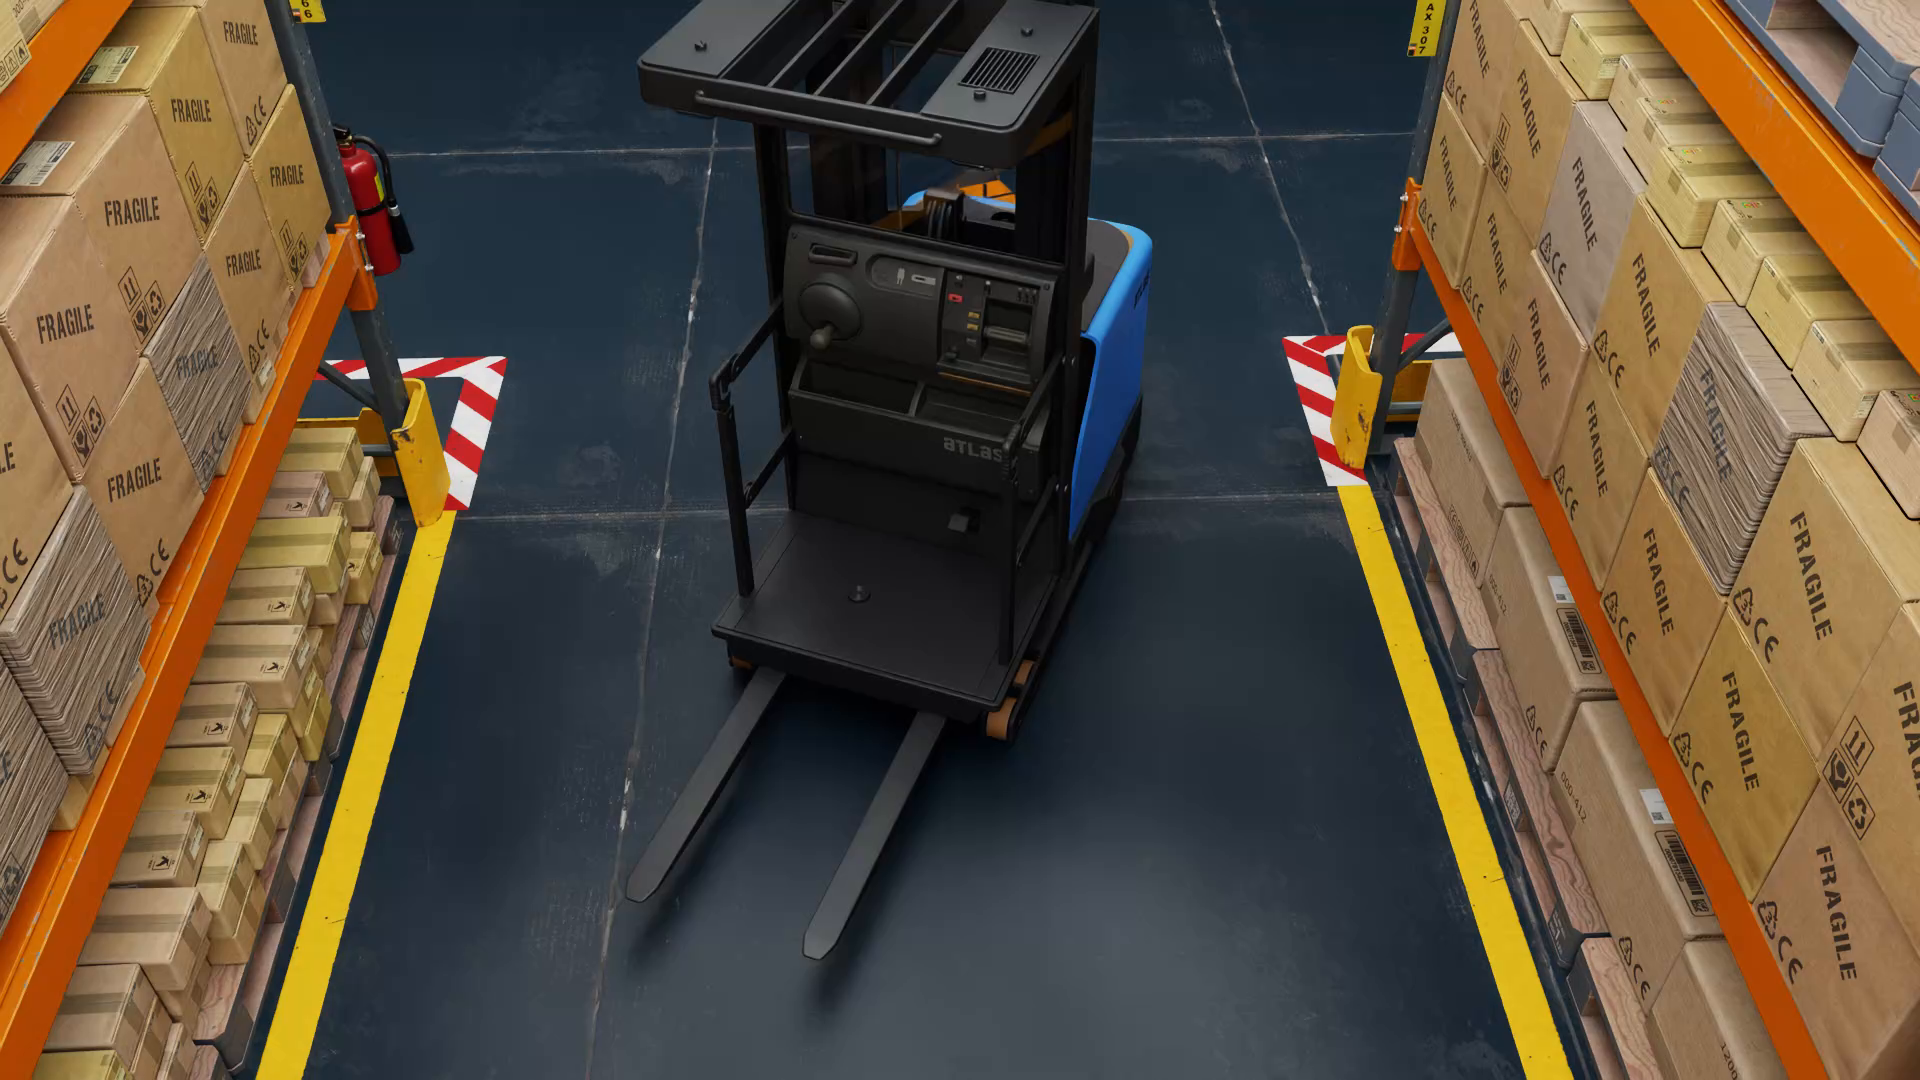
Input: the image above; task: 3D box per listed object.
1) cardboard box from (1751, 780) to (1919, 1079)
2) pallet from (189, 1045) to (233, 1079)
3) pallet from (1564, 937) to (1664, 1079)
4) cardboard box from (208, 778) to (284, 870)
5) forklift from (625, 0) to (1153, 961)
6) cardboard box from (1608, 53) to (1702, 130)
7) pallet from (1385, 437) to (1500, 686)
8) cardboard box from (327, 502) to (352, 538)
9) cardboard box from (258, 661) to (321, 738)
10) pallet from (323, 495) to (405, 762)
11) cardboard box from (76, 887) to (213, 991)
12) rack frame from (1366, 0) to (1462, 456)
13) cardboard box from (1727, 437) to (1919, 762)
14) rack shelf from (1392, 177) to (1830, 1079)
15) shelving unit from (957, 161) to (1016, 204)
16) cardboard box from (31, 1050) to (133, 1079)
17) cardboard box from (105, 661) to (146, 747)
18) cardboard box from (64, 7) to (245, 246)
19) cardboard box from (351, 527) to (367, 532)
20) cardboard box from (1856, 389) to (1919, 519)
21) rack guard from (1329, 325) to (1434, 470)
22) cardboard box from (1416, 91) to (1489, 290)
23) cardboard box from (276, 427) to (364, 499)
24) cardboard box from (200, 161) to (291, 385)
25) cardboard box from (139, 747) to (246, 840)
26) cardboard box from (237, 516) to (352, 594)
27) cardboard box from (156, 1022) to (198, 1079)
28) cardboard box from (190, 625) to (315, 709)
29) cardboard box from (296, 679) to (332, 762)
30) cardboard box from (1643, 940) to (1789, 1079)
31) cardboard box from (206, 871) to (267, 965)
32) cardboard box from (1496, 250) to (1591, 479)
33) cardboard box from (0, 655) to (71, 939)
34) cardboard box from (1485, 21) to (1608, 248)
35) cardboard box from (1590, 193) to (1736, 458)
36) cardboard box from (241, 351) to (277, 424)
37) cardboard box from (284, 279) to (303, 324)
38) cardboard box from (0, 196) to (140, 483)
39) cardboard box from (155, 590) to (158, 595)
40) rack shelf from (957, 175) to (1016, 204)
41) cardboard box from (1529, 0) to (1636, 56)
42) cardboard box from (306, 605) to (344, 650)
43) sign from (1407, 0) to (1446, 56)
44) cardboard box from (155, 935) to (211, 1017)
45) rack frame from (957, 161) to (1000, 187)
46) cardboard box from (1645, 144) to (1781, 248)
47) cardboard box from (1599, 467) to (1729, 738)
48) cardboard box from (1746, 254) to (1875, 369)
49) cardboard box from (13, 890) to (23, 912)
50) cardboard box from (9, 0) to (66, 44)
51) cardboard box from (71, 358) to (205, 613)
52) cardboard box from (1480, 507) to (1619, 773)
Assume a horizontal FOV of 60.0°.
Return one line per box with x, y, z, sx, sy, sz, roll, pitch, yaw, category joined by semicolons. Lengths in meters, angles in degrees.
2.104;0.836;3.544;0.500;0.500;0.500;-1;43;-1;cardboard box
-2.626;1.965;4.450;1.003;0.211;1.213;-2;43;-2;pallet
2.425;1.691;4.749;1.003;0.211;1.213;-2;43;-2;pallet
-2.334;0.882;5.147;0.380;0.149;0.250;-1;43;-1;cardboard box
-0.216;-0.681;5.324;1.130;2.935;3.031;14;44;15;forklift
2.020;-1.212;4.558;0.380;0.149;0.250;-1;43;-1;cardboard box
2.321;0.044;6.546;1.003;0.211;1.213;-2;43;-2;pallet
-2.467;0.002;6.107;0.380;0.149;0.250;-3;43;-3;cardboard box
-2.366;0.524;5.538;0.380;0.149;0.250;-1;43;-1;cardboard box
-2.730;0.318;6.247;1.003;0.211;1.213;-2;43;-2;pallet
-2.345;1.121;4.666;0.380;0.149;0.250;-1;43;-1;cardboard box
2.209;-1.521;6.190;1.000;3.000;0.127;-2;43;-2;rack frame
2.070;0.120;3.585;0.500;0.500;0.500;-2;43;-2;cardboard box
2.294;0.094;4.960;1.077;0.370;4.000;-2;43;-2;rack shelf
0.119;-1.149;7.214;0.215;1.050;0.252;-16;43;-20;shelving unit
-2.382;1.471;4.284;0.380;0.149;0.250;-2;43;-2;cardboard box
-2.352;0.394;4.287;0.380;0.149;0.250;0;43;0;cardboard box
-2.443;-1.182;4.786;0.500;0.500;0.500;-3;43;-3;cardboard box
-2.501;-0.066;6.401;0.380;0.149;0.250;-1;43;-1;cardboard box
2.116;-0.184;3.437;0.380;0.149;0.250;-2;43;-2;cardboard box
2.208;-0.616;7.052;1.175;0.500;0.348;-2;43;-2;rack guard
1.943;-1.226;5.794;0.500;0.500;0.500;-2;43;-2;cardboard box
-2.456;-0.284;6.199;0.380;0.149;0.250;-1;43;-1;cardboard box
-2.439;-0.814;5.124;0.500;0.500;0.500;-2;43;-2;cardboard box
-2.411;0.772;5.047;0.380;0.149;0.250;-1;43;-2;cardboard box
-2.365;0.058;5.825;0.380;0.149;0.250;-3;43;-3;cardboard box
-2.391;1.515;4.677;0.380;0.149;0.250;-2;43;-3;cardboard box
-2.350;0.415;5.436;0.380;0.149;0.250;0;43;0;cardboard box
-2.367;0.623;5.650;0.380;0.149;0.250;-3;43;-4;cardboard box
2.460;1.542;4.433;0.875;0.438;0.875;-2;43;-2;cardboard box
-2.352;1.156;5.068;0.380;0.149;0.250;-3;43;-3;cardboard box
1.996;-0.541;5.047;0.500;0.500;0.500;-2;43;-2;cardboard box
-2.360;0.567;3.617;0.500;0.500;0.500;-2;43;-2;cardboard box
1.974;-1.246;5.075;0.500;0.500;0.500;-3;43;-3;cardboard box
2.026;-0.562;4.329;0.500;0.500;0.500;-1;43;-2;cardboard box
-2.403;-0.497;5.258;0.380;0.149;0.250;-1;43;-1;cardboard box
-2.463;-0.837;5.630;0.380;0.149;0.250;-2;43;-2;cardboard box
-2.386;-0.475;4.014;0.500;0.500;0.500;-3;43;-3;cardboard box
-2.441;0.044;4.668;0.380;0.149;0.250;-1;43;-1;cardboard box
0.127;-1.358;7.039;0.215;0.259;0.240;-16;43;-20;rack shelf
1.927;-1.565;4.943;0.380;0.149;0.250;0;43;0;cardboard box
-2.464;0.286;6.017;0.380;0.149;0.250;-2;43;-2;cardboard box
1.655;-1.858;5.858;0.100;0.325;0.005;-2;43;-2;sign
-2.401;1.221;4.776;0.380;0.149;0.250;0;43;0;cardboard box
0.066;-1.221;7.297;0.200;1.050;0.008;-16;43;-20;rack frame
1.972;-0.870;4.185;0.380;0.149;0.250;-3;43;-3;cardboard box
2.041;0.150;4.292;0.500;0.500;0.500;-2;43;-2;cardboard box
2.057;-0.529;3.813;0.380;0.149;0.250;-2;43;-3;cardboard box
-2.402;0.747;3.901;0.380;0.149;0.250;-3;43;-4;cardboard box
-2.412;-1.383;3.930;0.500;0.250;0.500;0;43;0;cardboard box
-2.397;-0.135;4.383;0.500;0.500;0.500;0;43;0;cardboard box
2.385;0.329;5.757;0.875;0.438;0.875;-1;43;-1;cardboard box
